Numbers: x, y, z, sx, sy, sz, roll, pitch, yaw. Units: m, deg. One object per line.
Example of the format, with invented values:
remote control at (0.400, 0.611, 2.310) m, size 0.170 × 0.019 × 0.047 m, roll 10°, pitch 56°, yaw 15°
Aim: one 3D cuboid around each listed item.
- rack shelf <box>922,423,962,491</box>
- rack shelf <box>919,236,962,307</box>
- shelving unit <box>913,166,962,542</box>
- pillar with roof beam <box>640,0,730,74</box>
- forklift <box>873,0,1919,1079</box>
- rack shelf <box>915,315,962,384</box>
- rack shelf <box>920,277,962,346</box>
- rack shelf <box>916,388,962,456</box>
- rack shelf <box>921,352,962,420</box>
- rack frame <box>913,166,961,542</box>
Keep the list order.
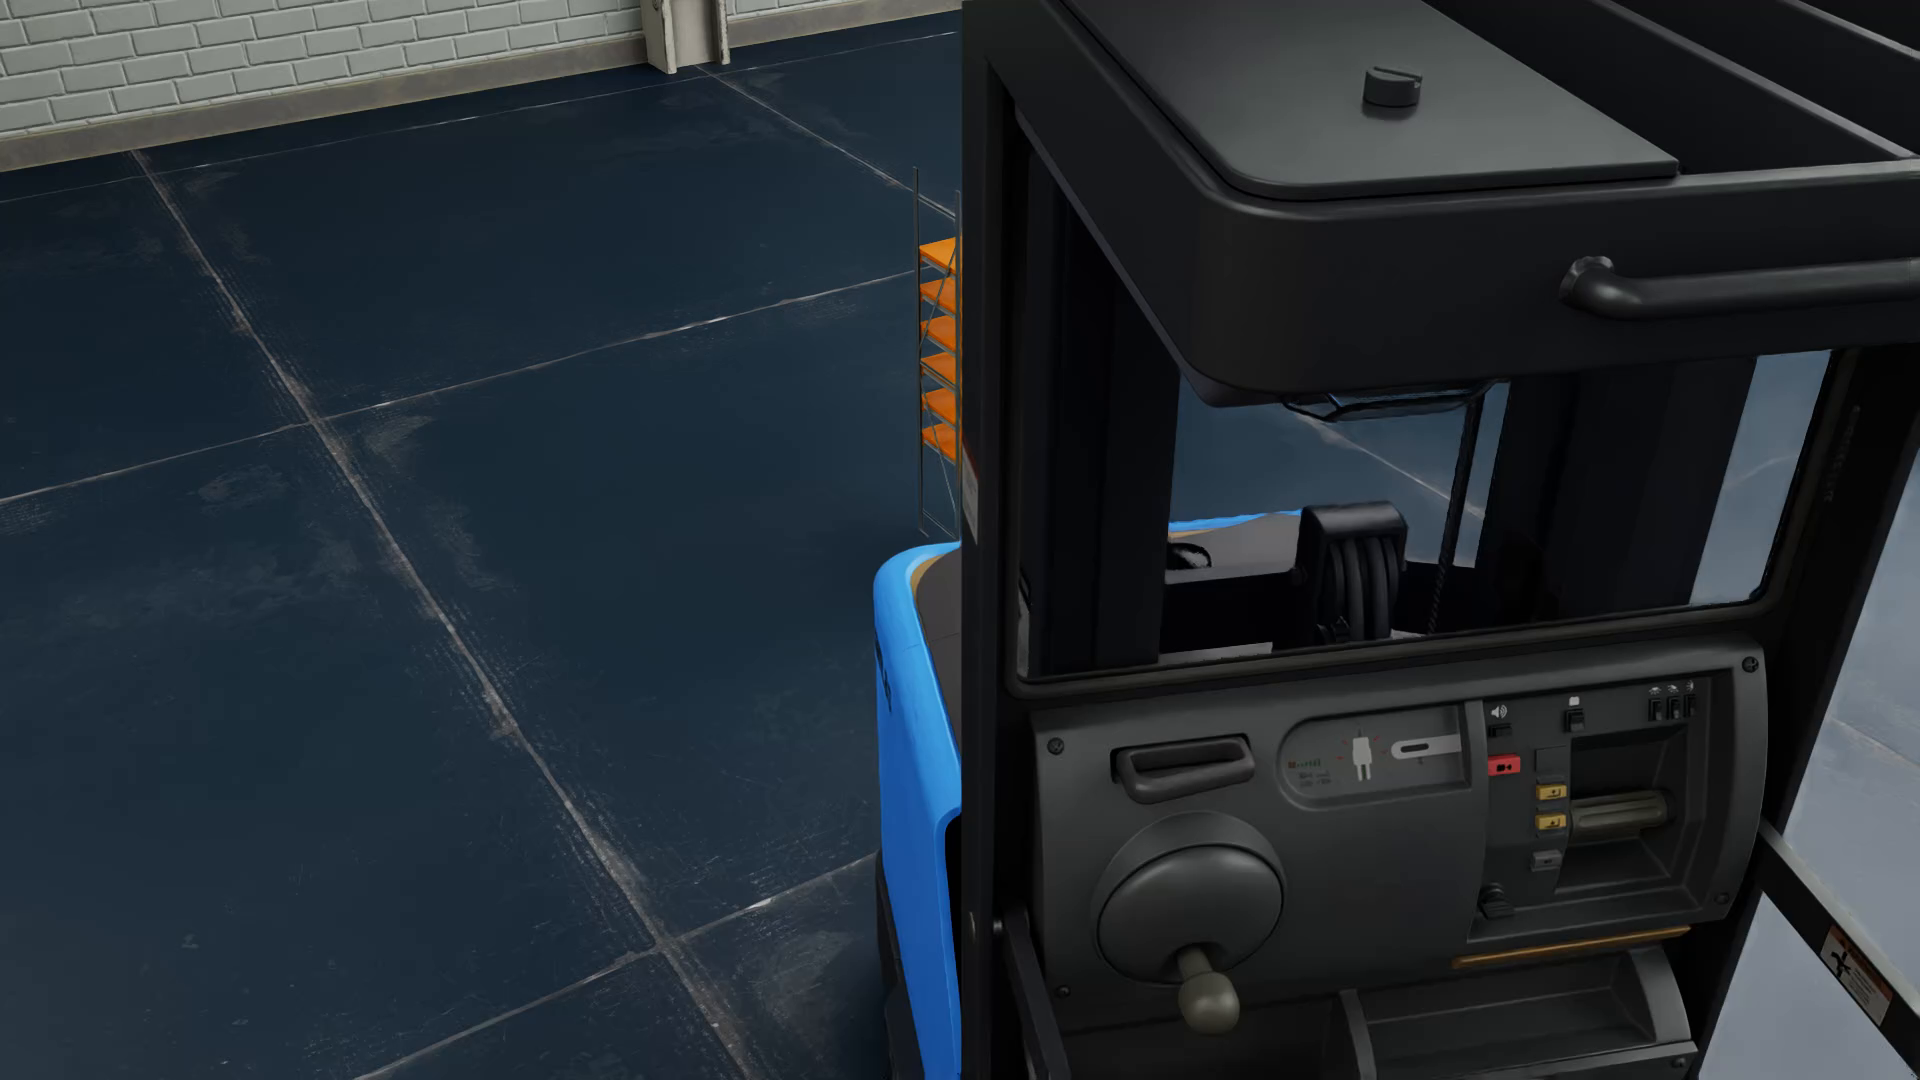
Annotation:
rack shelf at (0.012, -0.271, 5.088) m, size 0.180 × 0.103 × 0.258 m, roll -19°, pitch 37°, yaw -27°
rack shelf at (0.012, -0.779, 4.768) m, size 0.180 × 0.103 × 0.258 m, roll -19°, pitch 37°, yaw -27°
shelving unit at (0.012, -0.512, 4.937) m, size 0.189 × 1.200 × 0.258 m, roll -19°, pitch 37°, yaw -27°
pillar with roof beam at (0.756, -4.649, 4.186) m, size 0.400 × 9.000 × 9.100 m, roll -19°, pitch 37°, yaw -27°
forklift at (0.589, 0.410, 1.853) m, size 1.130 × 2.935 × 3.031 m, roll -6°, pitch 33°, yaw -9°
rack shelf at (0.012, -0.576, 4.896) m, size 0.180 × 0.103 × 0.258 m, roll -19°, pitch 37°, yaw -27°
rack shelf at (0.012, -0.677, 4.832) m, size 0.180 × 0.103 × 0.258 m, roll -19°, pitch 37°, yaw -27°
rack shelf at (0.012, -0.373, 5.024) m, size 0.180 × 0.103 × 0.258 m, roll -19°, pitch 37°, yaw -27°
rack shelf at (0.012, -0.474, 4.960) m, size 0.180 × 0.103 × 0.258 m, roll -19°, pitch 37°, yaw -27°
rack frame at (-0.065, -0.485, 4.895) m, size 0.006 × 1.200 × 0.240 m, roll -19°, pitch 37°, yaw -27°
